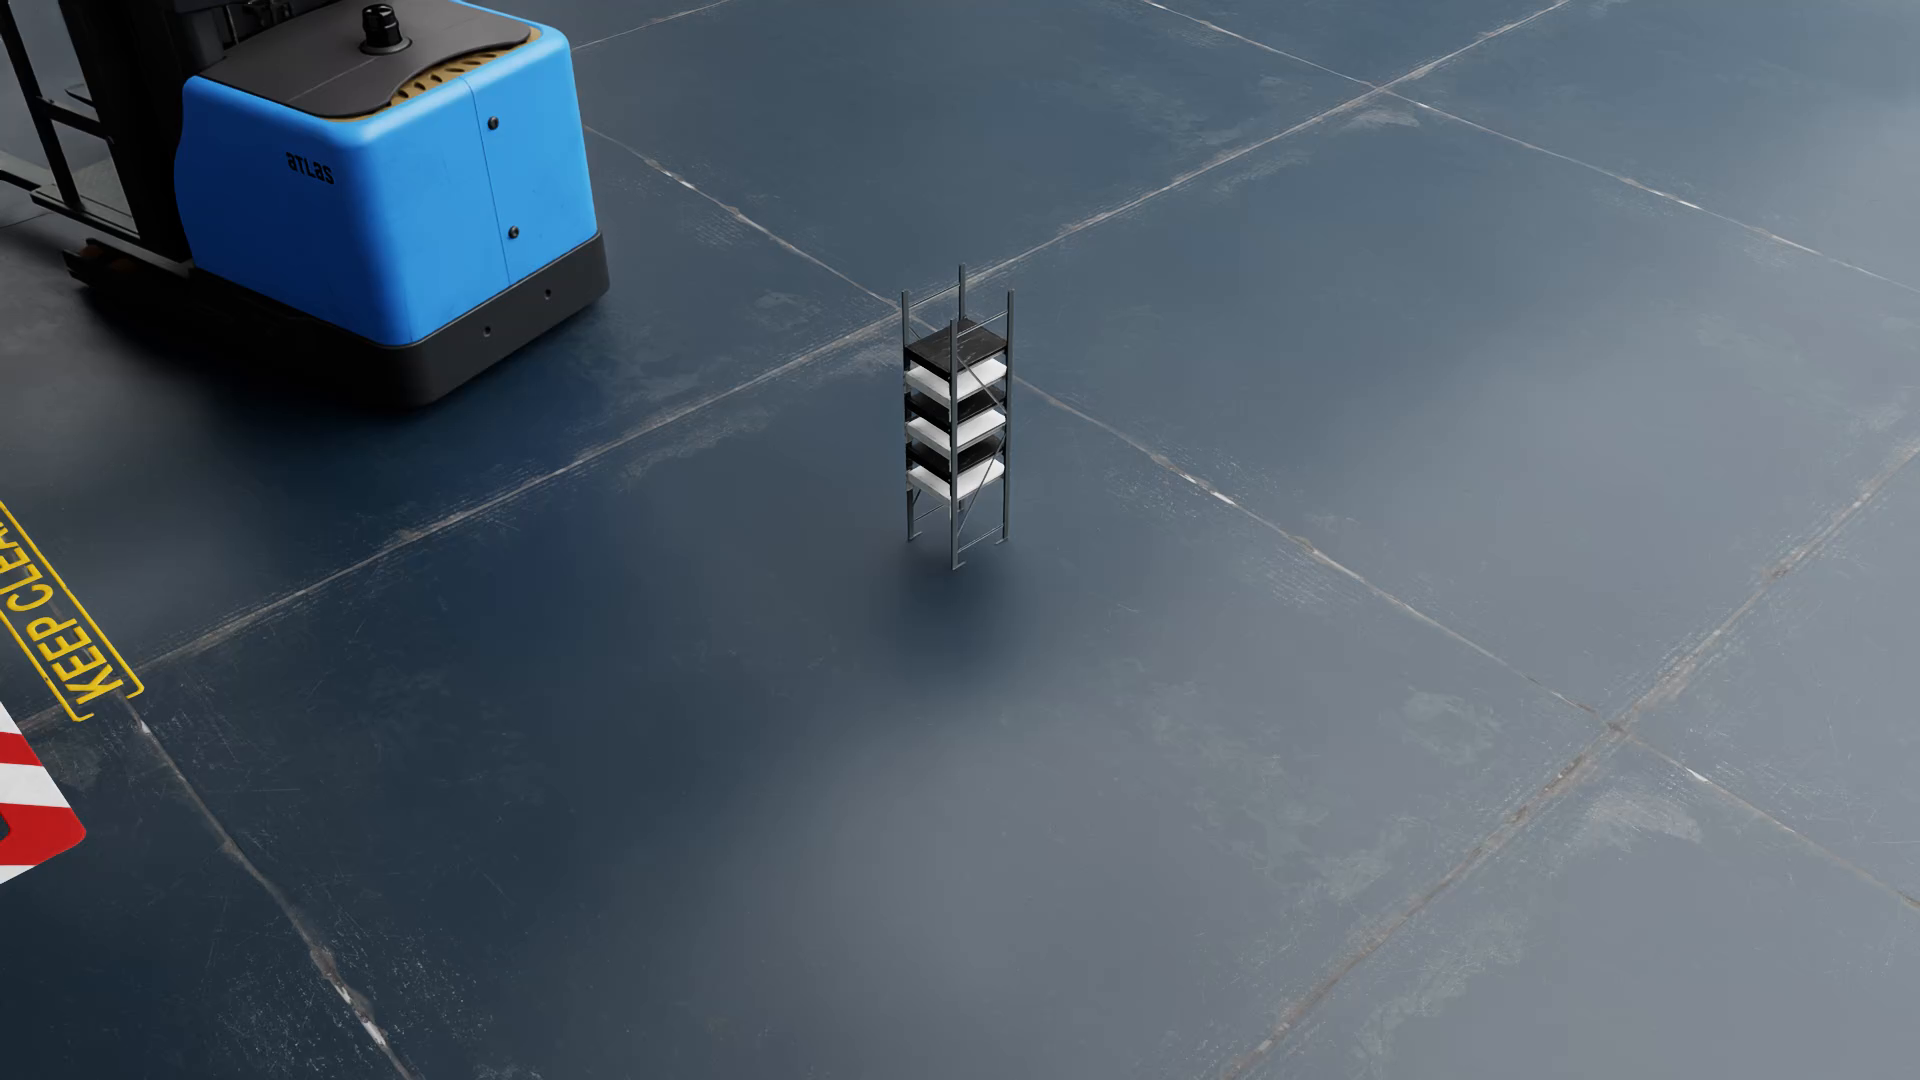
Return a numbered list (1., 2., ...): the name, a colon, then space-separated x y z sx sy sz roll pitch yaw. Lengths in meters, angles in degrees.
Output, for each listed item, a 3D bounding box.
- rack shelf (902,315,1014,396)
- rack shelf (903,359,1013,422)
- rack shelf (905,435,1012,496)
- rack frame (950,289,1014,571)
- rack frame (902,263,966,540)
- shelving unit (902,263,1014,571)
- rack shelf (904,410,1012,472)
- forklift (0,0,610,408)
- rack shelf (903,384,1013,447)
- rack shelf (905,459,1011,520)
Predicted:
1. rack shelf: -0.005 -0.538 4.823 0.258 0.077 0.200 -30 48 -32
2. rack shelf: -0.005 -0.468 4.880 0.258 0.077 0.200 -30 48 -32
3. rack shelf: -0.005 -0.258 5.049 0.258 0.077 0.200 -30 48 -32
4. rack frame: 0.063 -0.307 4.914 0.240 0.900 0.006 -30 48 -32
5. rack frame: -0.074 -0.401 5.030 0.240 0.900 0.006 -30 48 -32
6. shelving unit: -0.005 -0.354 4.972 0.258 0.900 0.210 -30 48 -32
7. rack shelf: -0.005 -0.328 4.993 0.258 0.077 0.200 -30 48 -32
8. forklift: -2.847 -2.304 5.770 3.031 2.935 1.130 22 44 25
9. rack shelf: -0.005 -0.398 4.936 0.258 0.077 0.200 -30 48 -32
10. rack shelf: -0.005 -0.188 5.106 0.258 0.077 0.200 -30 48 -32
